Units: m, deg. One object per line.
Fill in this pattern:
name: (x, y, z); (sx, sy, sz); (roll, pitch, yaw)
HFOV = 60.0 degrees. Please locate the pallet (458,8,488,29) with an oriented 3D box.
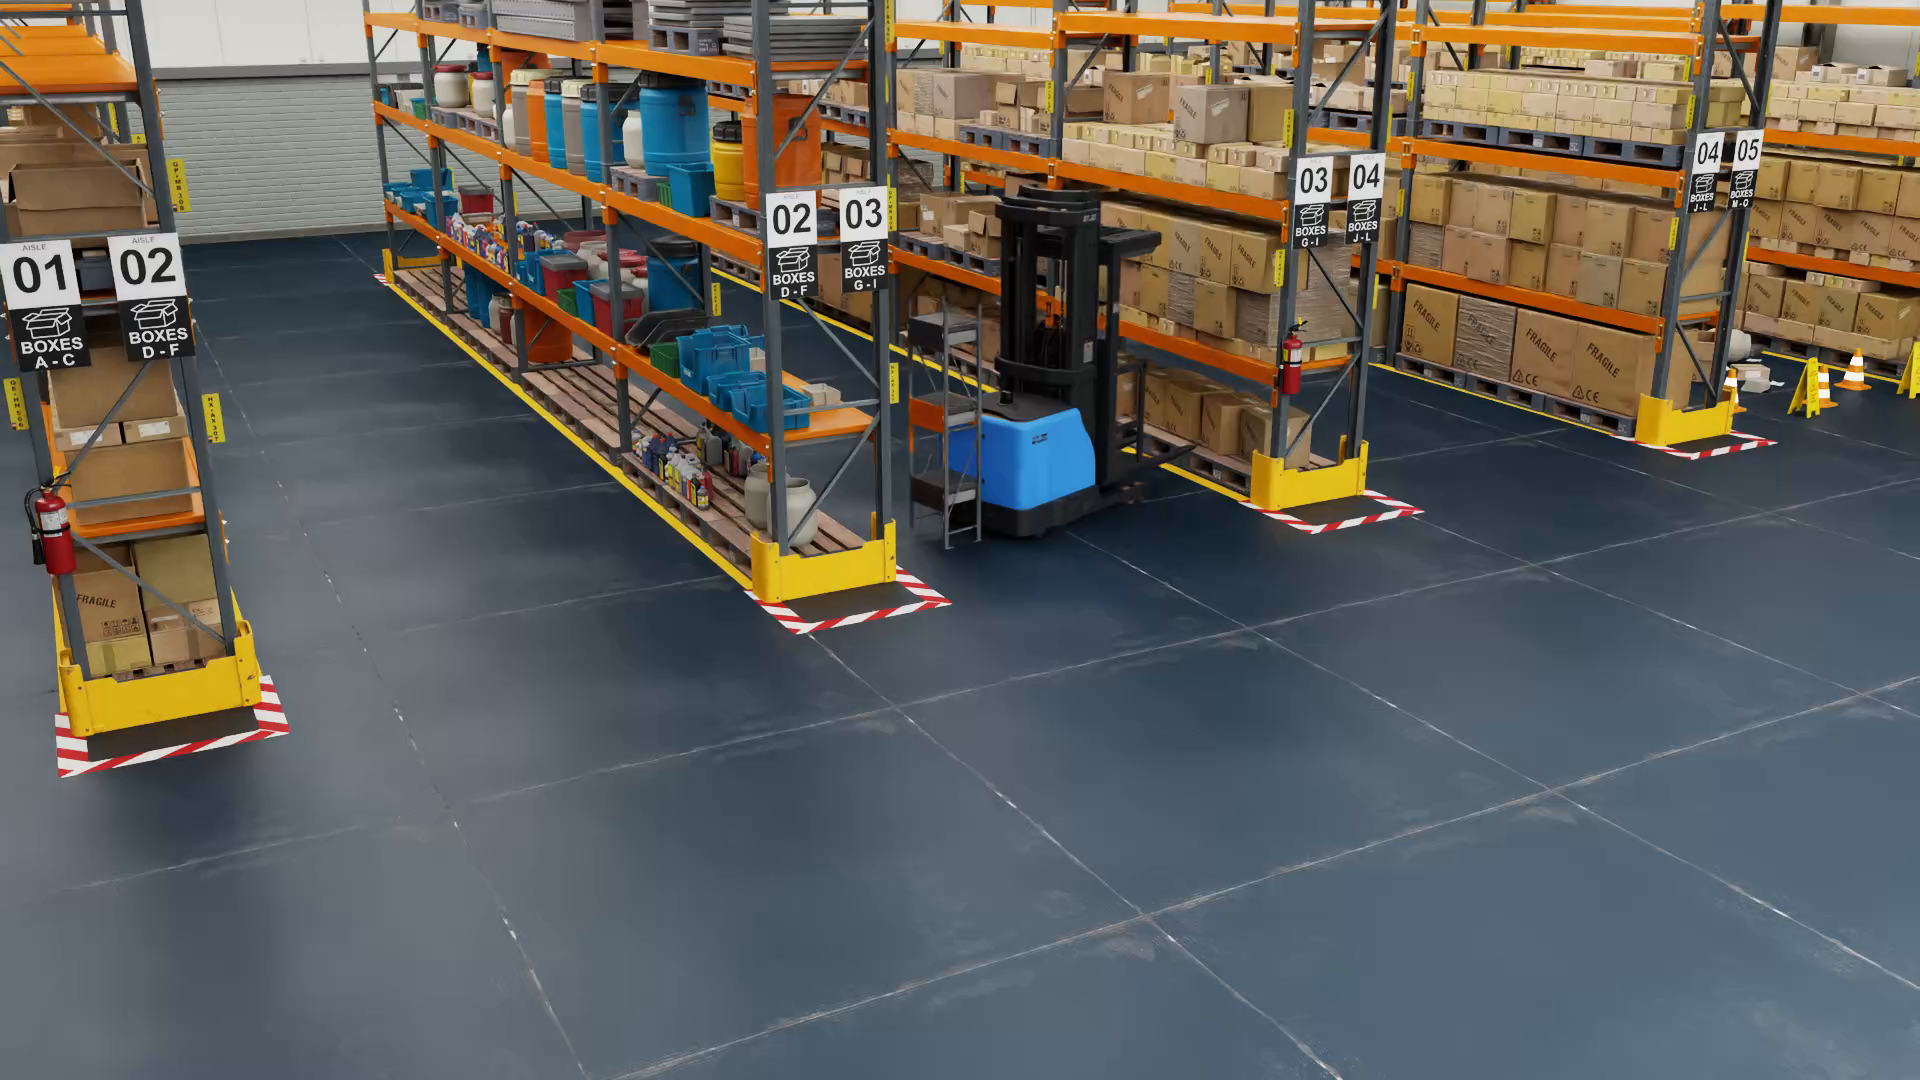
pallet: (-5.136, -6.099, 19.412); (1.213, 0.211, 1.003); (-10, 21, -27)

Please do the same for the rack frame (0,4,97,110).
rack frame: (-11.081, -6.547, 19.810); (1.000, 3.000, 0.127); (-10, 21, -27)

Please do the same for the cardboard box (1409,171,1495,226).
cardboard box: (5.996, -4.157, 20.196); (0.875, 0.550, 0.550); (-10, 21, -27)

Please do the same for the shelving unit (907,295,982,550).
shelving unit: (-0.132, -1.007, 14.330); (0.431, 2.100, 0.503); (-15, 24, -37)

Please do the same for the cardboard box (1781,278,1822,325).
cardboard box: (10.965, -3.073, 21.360); (0.500, 0.500, 0.500); (-11, 22, -28)

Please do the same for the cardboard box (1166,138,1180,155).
cardboard box: (2.230, -3.827, 16.144); (0.380, 0.149, 0.250); (-11, 22, -29)

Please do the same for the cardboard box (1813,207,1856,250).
cardboard box: (11.091, -3.924, 20.797); (0.500, 0.500, 0.500); (-10, 21, -27)

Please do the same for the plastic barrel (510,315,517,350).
plastic barrel: (-5.414, -2.638, 20.847); (0.421, 0.512, 0.421); (0, 19, 0)

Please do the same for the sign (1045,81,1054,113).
sign: (0.951, -4.710, 17.686); (0.100, 0.325, 0.005); (-10, 21, -27)

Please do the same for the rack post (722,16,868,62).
rack post: (-1.268, -3.869, 12.814); (0.937, 0.300, 0.954); (-8, 20, -21)

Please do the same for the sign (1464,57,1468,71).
sign: (7.768, -7.248, 25.524); (0.100, 0.325, 0.005); (-10, 21, -27)

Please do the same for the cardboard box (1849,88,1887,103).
cardboard box: (11.127, -5.444, 20.374); (0.380, 0.149, 0.250); (-11, 22, -28)

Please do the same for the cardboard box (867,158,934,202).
cardboard box: (-0.794, -4.830, 22.340); (0.797, 0.503, 0.637); (-9, 21, -25)

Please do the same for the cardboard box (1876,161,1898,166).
cardboard box: (14.169, -5.671, 25.318); (0.380, 0.149, 0.250); (-9, 21, -25)

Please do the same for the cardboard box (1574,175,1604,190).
cardboard box: (9.262, -5.258, 24.017); (0.500, 0.500, 0.500); (-9, 21, -25)

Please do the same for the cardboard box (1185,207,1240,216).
cardboard box: (2.604, -3.091, 16.848); (0.500, 0.500, 0.500); (-10, 21, -27)

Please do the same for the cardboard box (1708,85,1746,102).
cardboard box: (7.872, -4.606, 17.148); (0.380, 0.149, 0.250); (-10, 21, -26)

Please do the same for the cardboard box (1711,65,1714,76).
cardboard box: (12.525, -7.807, 27.621); (0.380, 0.166, 0.250); (-10, 21, -27)

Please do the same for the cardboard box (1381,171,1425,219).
cardboard box: (5.610, -4.349, 20.950); (0.700, 0.500, 0.500); (-10, 22, -28)

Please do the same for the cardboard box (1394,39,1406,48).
cardboard box: (9.042, -10.107, 33.731); (0.500, 0.250, 0.500); (-10, 21, -27)

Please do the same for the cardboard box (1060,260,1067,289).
cardboard box: (1.597, -2.997, 18.109); (0.875, 0.500, 0.500); (-10, 21, -27)

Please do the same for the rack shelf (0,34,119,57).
rack shelf: (-8.231, -4.296, 15.001); (1.077, 0.370, 4.000); (-10, 21, -27)

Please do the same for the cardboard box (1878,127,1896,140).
cardboard box: (11.339, -4.924, 20.089); (0.380, 0.149, 0.250); (-10, 21, -26)

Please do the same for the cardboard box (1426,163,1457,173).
cardboard box: (7.807, -5.896, 26.584); (0.500, 0.250, 0.500); (-10, 21, -27)

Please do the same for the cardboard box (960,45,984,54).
cardboard box: (0.212, -8.700, 29.499); (0.380, 0.149, 0.250); (-9, 21, -24)

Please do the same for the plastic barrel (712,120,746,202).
plastic barrel: (-1.674, -3.046, 13.328); (0.600, 0.588, 0.600); (0, 19, 0)

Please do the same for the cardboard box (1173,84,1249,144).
cardboard box: (2.379, -4.048, 15.789); (0.500, 0.500, 0.500); (-10, 21, -27)

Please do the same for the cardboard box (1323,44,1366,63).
cardboard box: (6.524, -8.145, 28.243); (0.500, 0.500, 0.500); (-10, 22, -28)

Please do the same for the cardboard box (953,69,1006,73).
cardboard box: (0.238, -5.554, 20.611); (0.500, 0.500, 0.500); (-10, 21, -27)

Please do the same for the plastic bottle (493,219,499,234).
plastic bottle: (-6.349, -4.296, 22.787); (0.097, 0.201, 0.097); (0, 19, 0)

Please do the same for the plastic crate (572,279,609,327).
plastic crate: (-3.718, -2.442, 17.134); (0.392, 0.384, 0.575); (-10, 21, -27)

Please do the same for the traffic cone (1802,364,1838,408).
traffic cone: (9.904, -1.790, 19.109); (0.336, 0.463, 0.334); (-10, 21, -27)

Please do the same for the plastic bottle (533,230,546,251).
plastic bottle: (-5.400, -3.843, 21.360); (0.152, 0.276, 0.135); (-10, 21, -27)

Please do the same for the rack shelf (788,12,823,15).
rack shelf: (-3.310, -8.126, 26.100); (1.077, 0.370, 4.000); (-10, 21, -27)

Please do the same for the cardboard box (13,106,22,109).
cardboard box: (-10.270, -4.884, 18.637); (0.600, 0.600, 0.600); (-11, 22, -29)

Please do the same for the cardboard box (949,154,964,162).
cardboard box: (0.123, -7.148, 30.140); (0.500, 0.500, 0.500); (-9, 21, -24)

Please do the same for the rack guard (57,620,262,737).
rack guard: (-5.371, 0.922, 11.193); (1.175, 0.500, 0.348); (-10, 21, -27)

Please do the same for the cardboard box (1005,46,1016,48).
cardboard box: (1.011, -8.553, 29.074); (0.380, 0.149, 0.250); (-11, 22, -28)

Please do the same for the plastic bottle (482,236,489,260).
plastic bottle: (-5.930, -3.652, 20.796); (0.061, 0.283, 0.133); (-10, 21, -27)

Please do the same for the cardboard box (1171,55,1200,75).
cardboard box: (3.274, -6.883, 24.056); (0.396, 0.266, 0.258); (-10, 21, -27)

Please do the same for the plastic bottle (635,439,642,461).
plastic bottle: (-3.107, -0.878, 16.191); (0.097, 0.201, 0.097); (0, 19, 0)

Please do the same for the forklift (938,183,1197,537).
forklift: (1.138, -1.817, 15.403); (1.130, 2.935, 3.031); (16, 24, 38)

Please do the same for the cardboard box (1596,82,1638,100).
cardboard box: (6.929, -4.725, 17.492); (0.380, 0.149, 0.250); (-10, 21, -26)

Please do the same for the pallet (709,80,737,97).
pallet: (-3.315, -7.207, 26.456); (1.003, 0.211, 1.213); (-10, 21, -27)

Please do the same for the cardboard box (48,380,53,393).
cardboard box: (-6.348, -1.072, 11.992); (0.380, 0.149, 0.250); (-9, 21, -25)

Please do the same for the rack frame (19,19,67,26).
rack frame: (-12.980, -7.695, 23.137); (1.000, 3.000, 0.127); (-10, 21, -27)

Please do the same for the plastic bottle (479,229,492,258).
plastic bottle: (-5.969, -3.736, 20.936); (0.144, 0.351, 0.185); (-10, 21, -27)

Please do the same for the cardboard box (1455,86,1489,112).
cardboard box: (6.078, -5.092, 19.169); (0.500, 0.250, 0.500); (-10, 21, -27)

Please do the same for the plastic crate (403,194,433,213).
plastic crate: (-8.024, -4.989, 24.655); (0.416, 0.233, 0.300); (-10, 21, -27)

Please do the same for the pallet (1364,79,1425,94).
pallet: (7.374, -7.457, 27.335); (1.003, 0.211, 1.213); (-9, 21, -24)

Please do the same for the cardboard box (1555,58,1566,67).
cardboard box: (11.006, -8.654, 30.103); (0.380, 0.149, 0.250); (-10, 22, -27)

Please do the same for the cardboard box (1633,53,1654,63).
cardboard box: (11.917, -8.370, 28.854); (0.380, 0.149, 0.250); (-10, 22, -28)

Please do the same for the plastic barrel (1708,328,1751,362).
plastic barrel: (9.746, -2.475, 21.156); (0.512, 0.421, 0.421); (4, 19, 11)

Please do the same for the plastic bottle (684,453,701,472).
plastic bottle: (-2.493, -0.659, 15.445); (0.152, 0.276, 0.135); (-10, 21, -27)

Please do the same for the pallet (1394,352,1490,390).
pallet: (6.144, -2.139, 20.506); (1.003, 0.211, 1.213); (-10, 21, -27)

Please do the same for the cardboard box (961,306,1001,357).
cardboard box: (0.424, -2.615, 20.767); (0.700, 0.500, 0.500); (-8, 21, -22)
